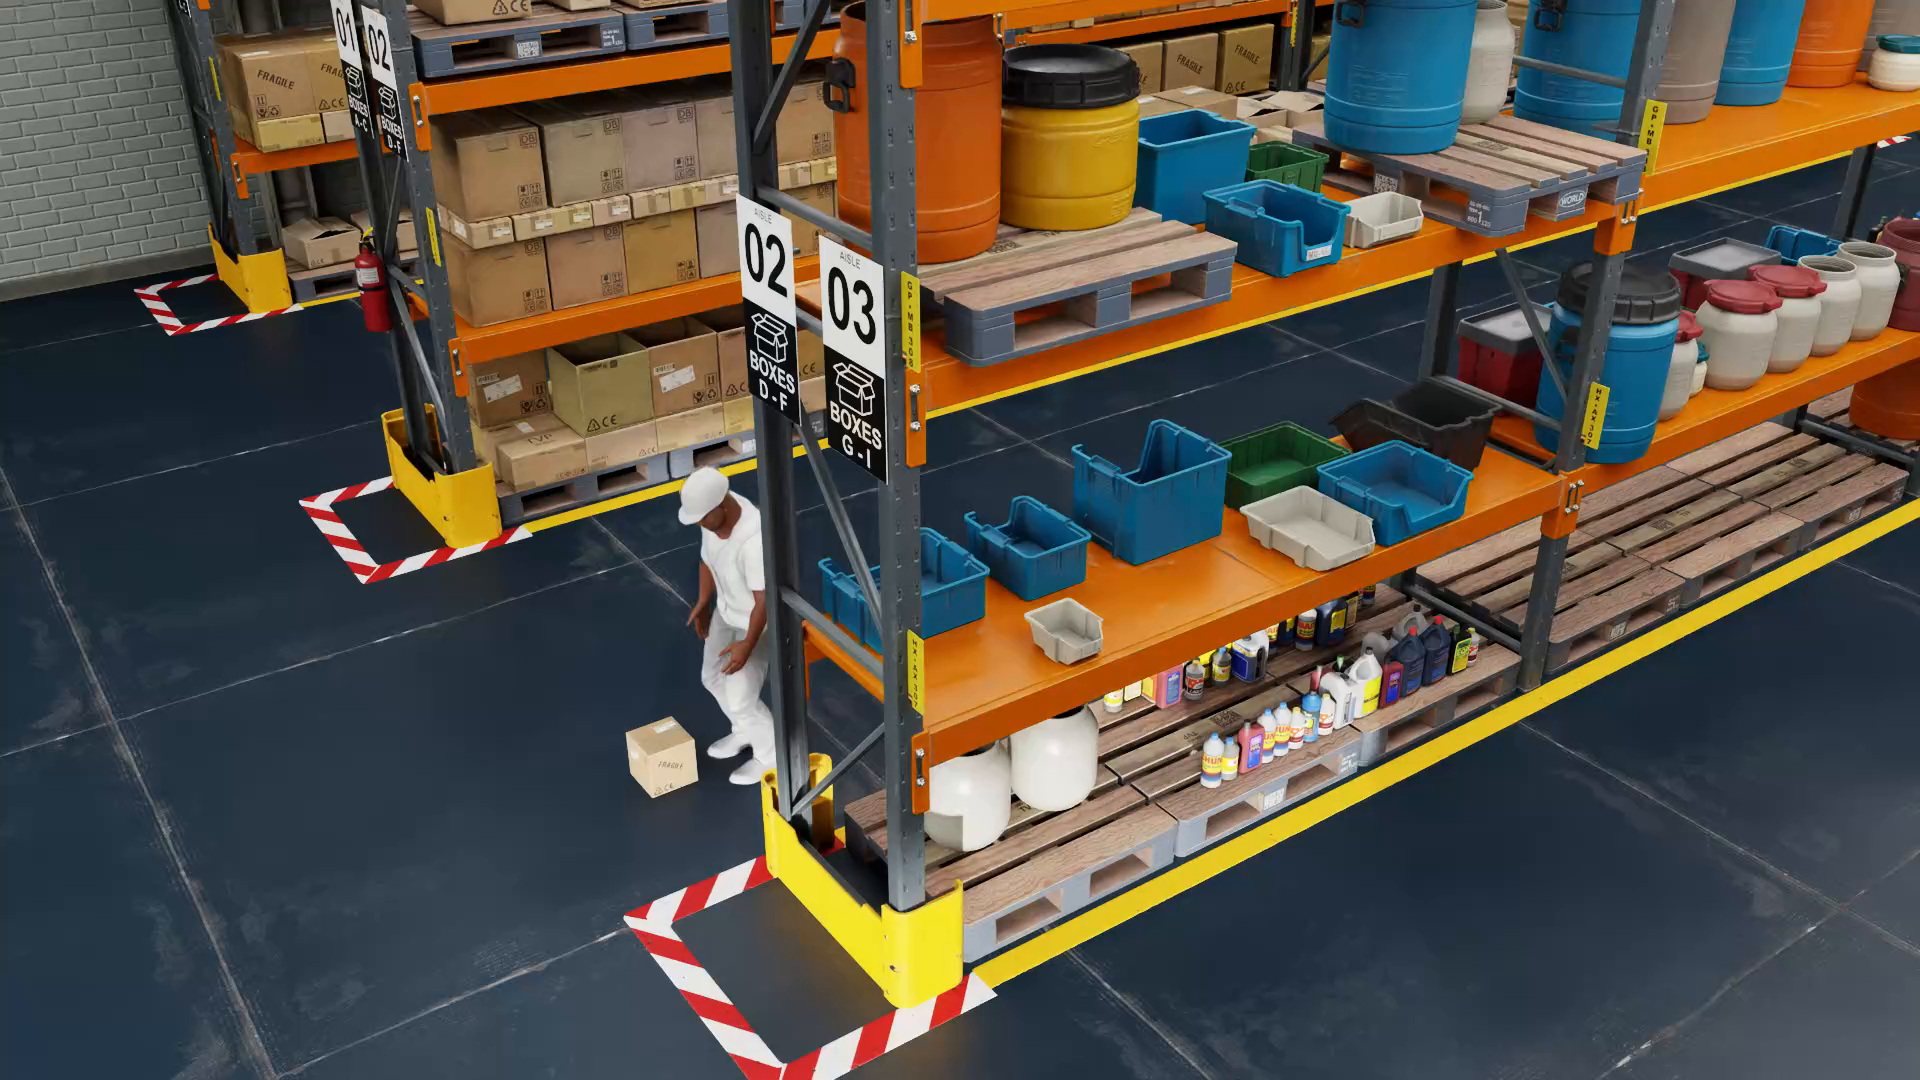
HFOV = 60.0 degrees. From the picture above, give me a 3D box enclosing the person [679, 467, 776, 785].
[{"bbox_3d":[-1.060,0.389,7.972,0.511,1.683,0.602,-18,33,-29],"label":"person"}]
